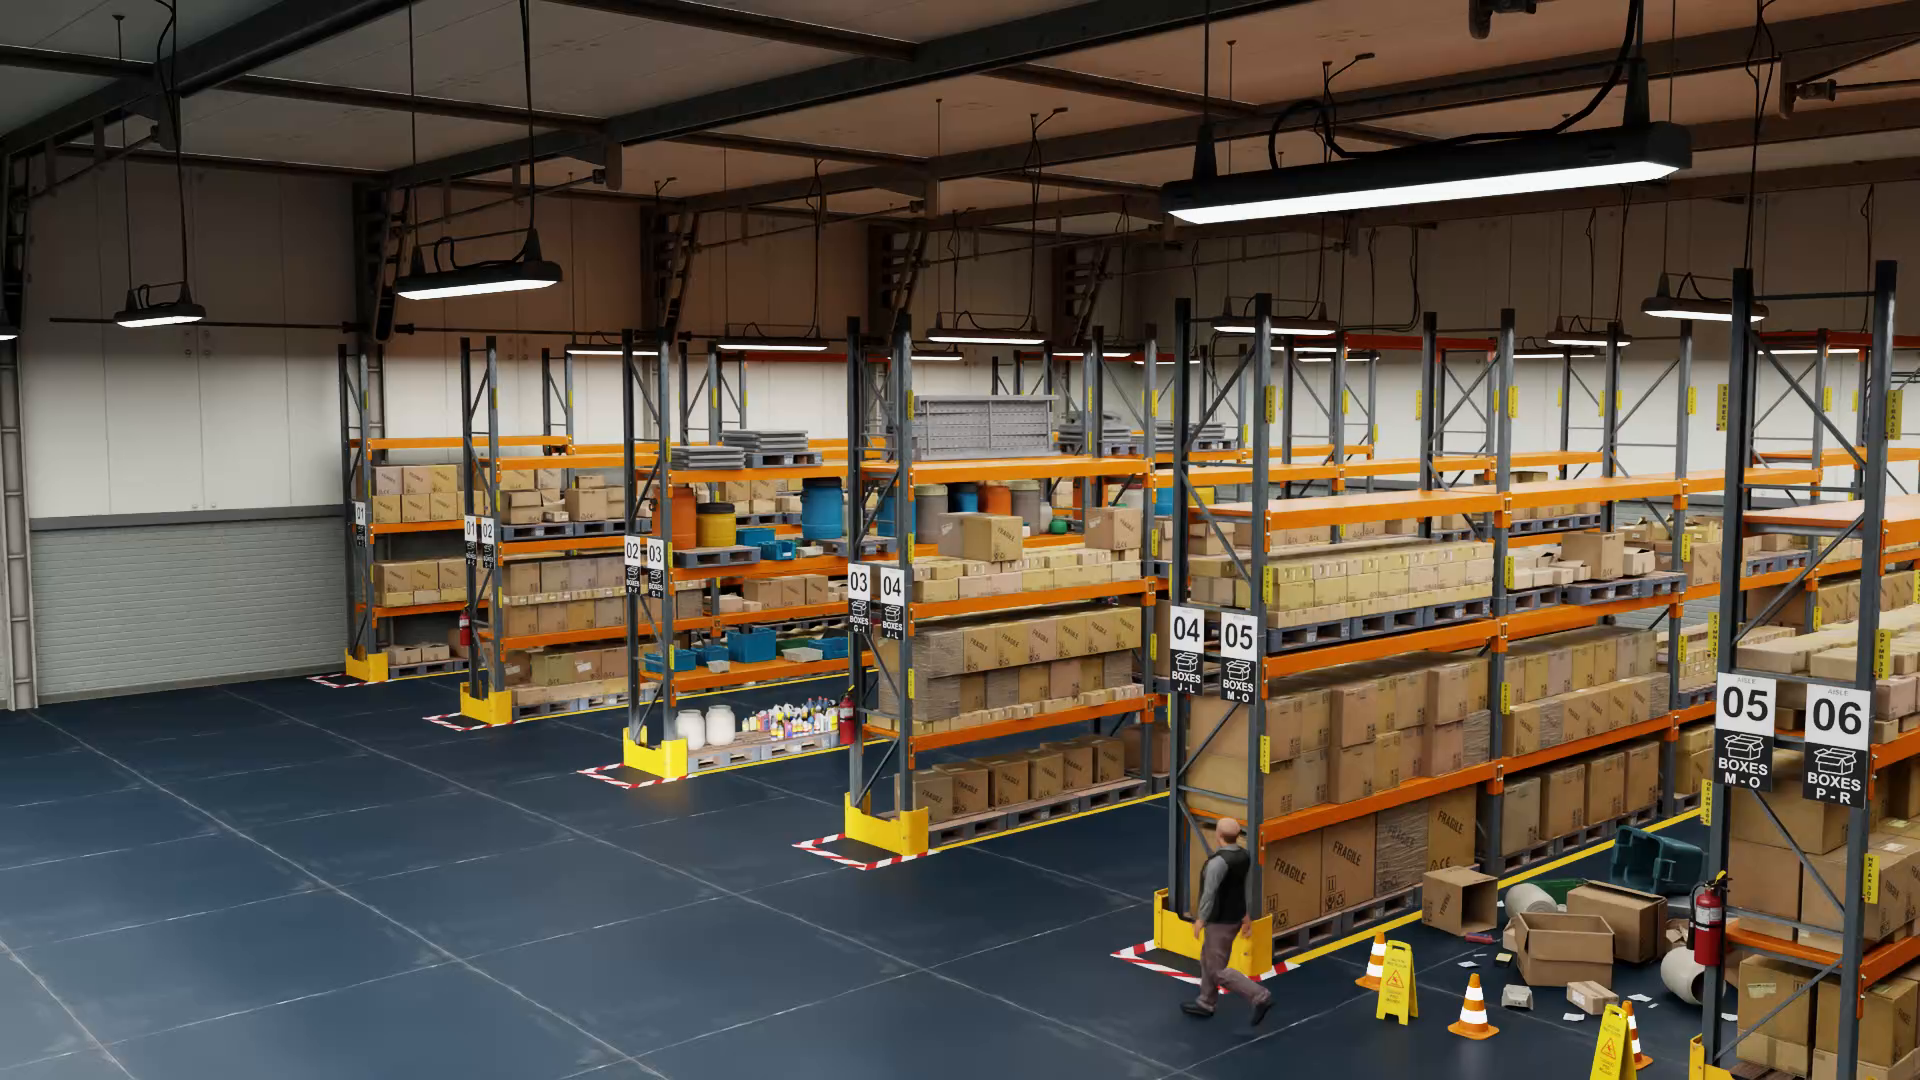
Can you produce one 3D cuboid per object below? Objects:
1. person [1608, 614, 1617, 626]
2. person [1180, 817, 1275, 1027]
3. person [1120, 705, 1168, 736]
[{"bbox_3d":[10.325,1.972,26.522,0.550,1.662,0.397,-2,6,-24],"label":"person"},{"bbox_3d":[2.176,3.104,13.540,0.849,1.707,0.481,2,6,23],"label":"person"},{"bbox_3d":[2.893,2.085,24.529,1.082,1.693,0.506,-4,6,-37],"label":"person"}]
